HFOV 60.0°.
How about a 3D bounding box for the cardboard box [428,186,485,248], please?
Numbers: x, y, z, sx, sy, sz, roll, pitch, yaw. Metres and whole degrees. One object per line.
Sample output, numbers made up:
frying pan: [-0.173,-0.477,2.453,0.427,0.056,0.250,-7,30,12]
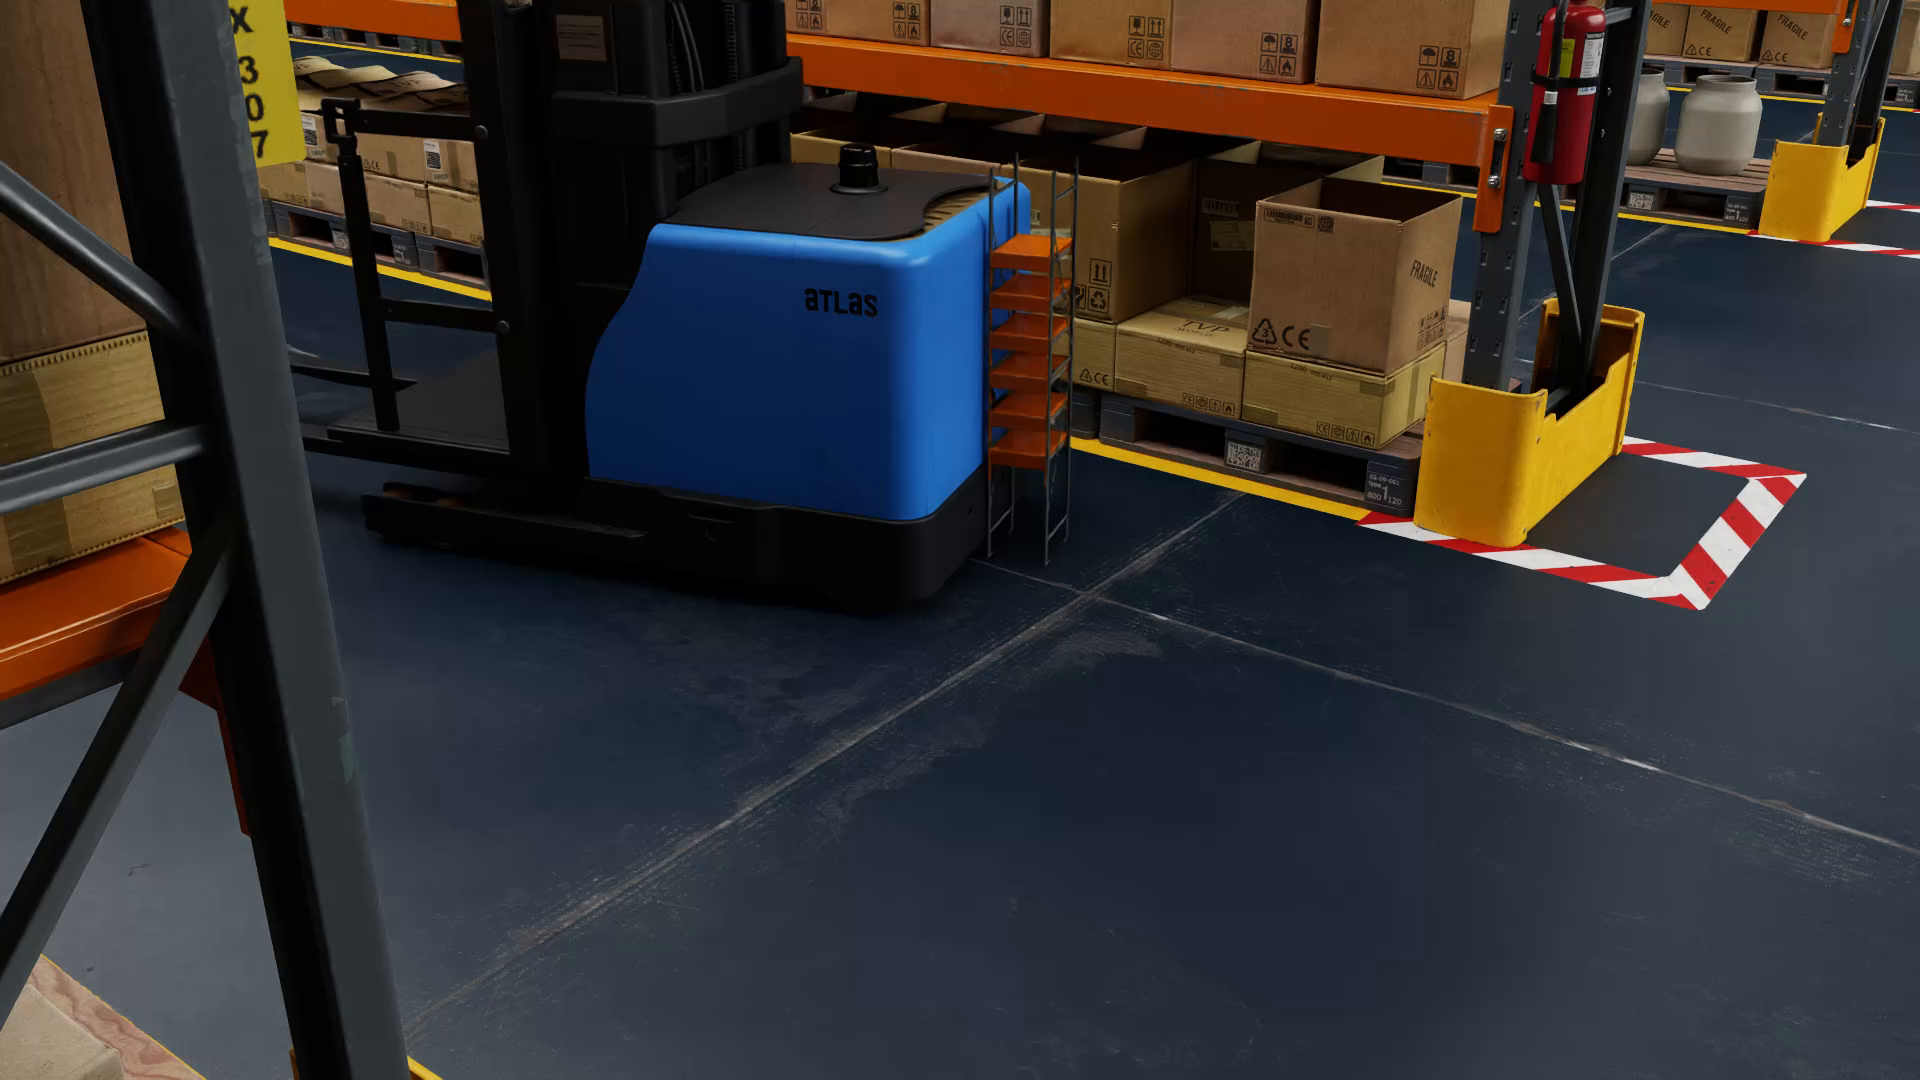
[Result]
cardboard box: [-2.203,-1.603,8.058,0.500,0.250,0.500,16,29,33]

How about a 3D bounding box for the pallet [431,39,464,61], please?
pallet: [-4.129,-4.595,15.418,1.213,0.211,1.003,17,29,33]

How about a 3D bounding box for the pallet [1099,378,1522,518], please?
pallet: [1.270,-0.468,6.050,1.213,0.211,1.003,17,29,33]

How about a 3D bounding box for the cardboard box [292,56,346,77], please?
cardboard box: [-3.927,-2.650,9.739,0.500,0.311,0.500,18,29,35]

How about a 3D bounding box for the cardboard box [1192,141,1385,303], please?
cardboard box: [1.210,-1.171,6.147,0.500,0.500,0.500,17,29,33]

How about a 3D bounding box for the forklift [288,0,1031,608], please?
forklift: [-1.339,-1.500,5.020,3.031,2.935,1.130,8,25,19]

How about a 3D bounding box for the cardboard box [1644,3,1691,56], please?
cardboard box: [5.954,-4.413,14.125,0.500,0.500,0.500,14,27,29]

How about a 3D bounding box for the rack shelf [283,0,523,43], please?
rack shelf: [-2.894,-2.694,8.537,4.000,0.370,1.077,17,29,33]

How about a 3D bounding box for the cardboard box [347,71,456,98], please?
cardboard box: [-3.105,-2.404,9.179,0.500,0.311,0.500,17,29,33]

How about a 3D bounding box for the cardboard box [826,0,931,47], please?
cardboard box: [-0.110,-2.232,6.472,0.500,0.500,0.700,17,29,34]

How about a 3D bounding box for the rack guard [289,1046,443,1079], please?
rack guard: [-1.121,1.152,2.015,0.348,0.500,1.175,17,29,33]

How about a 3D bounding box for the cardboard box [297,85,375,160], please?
cardboard box: [-3.419,-2.228,8.780,0.500,0.311,0.500,16,28,32]

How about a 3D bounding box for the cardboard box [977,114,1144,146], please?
cardboard box: [0.413,-1.415,6.700,0.500,0.500,0.500,17,29,33]

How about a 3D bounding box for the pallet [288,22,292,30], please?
pallet: [-7.285,-5.551,17.586,1.213,0.211,1.003,17,29,33]

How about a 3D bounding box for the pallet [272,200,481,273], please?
pallet: [-2.887,-1.724,8.901,1.213,0.211,1.003,17,29,33]

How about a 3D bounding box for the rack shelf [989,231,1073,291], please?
rack shelf: [0.212,-0.811,4.820,0.180,0.103,0.258,8,25,19]

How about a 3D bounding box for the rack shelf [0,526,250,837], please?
rack shelf: [-2.661,-0.128,2.712,4.000,0.370,1.077,17,29,33]

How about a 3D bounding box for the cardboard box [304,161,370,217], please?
cardboard box: [-3.019,-1.850,8.619,0.500,0.250,0.500,18,29,34]

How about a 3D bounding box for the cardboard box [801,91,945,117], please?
cardboard box: [-0.398,-1.651,7.235,0.500,0.500,0.500,17,29,33]

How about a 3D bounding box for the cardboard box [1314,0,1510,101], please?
cardboard box: [1.541,-1.735,5.344,0.500,0.500,0.700,17,29,33]

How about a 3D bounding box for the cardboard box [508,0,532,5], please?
cardboard box: [-1.714,-2.576,7.563,0.500,0.250,0.500,19,30,36]

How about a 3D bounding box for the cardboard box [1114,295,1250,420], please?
cardboard box: [0.894,-0.658,5.912,0.500,0.250,0.500,17,29,33]

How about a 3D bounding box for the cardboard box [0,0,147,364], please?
cardboard box: [-1.262,-0.469,1.826,0.500,0.500,0.500,17,29,33]

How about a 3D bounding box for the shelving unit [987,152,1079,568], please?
shelving unit: [0.212,-0.522,4.948,0.189,1.200,0.258,8,25,19]

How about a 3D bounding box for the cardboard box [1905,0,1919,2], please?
cardboard box: [9.620,-5.918,17.076,0.875,0.875,0.875,16,29,32]

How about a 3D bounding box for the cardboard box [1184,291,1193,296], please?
cardboard box: [0.809,-0.949,6.572,0.500,0.250,0.500,17,29,33]

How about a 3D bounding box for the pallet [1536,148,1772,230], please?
pallet: [4.145,-2.095,9.743,1.213,0.211,1.003,17,29,33]

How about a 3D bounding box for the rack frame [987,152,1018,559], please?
rack frame: [0.126,-0.535,4.977,0.006,1.200,0.240,8,25,19]

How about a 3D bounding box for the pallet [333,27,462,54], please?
pallet: [-5.333,-4.961,16.247,1.213,0.211,1.003,17,29,33]

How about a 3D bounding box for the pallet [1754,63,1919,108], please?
pallet: [7.162,-3.718,13.426,1.213,0.211,1.003,17,29,33]

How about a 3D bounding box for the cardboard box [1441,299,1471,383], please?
cardboard box: [1.612,-0.708,6.026,0.500,0.250,0.500,17,29,33]

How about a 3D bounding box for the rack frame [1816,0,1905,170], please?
rack frame: [4.881,-3.170,8.724,0.127,3.000,1.000,17,29,33]

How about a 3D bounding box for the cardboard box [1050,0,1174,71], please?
cardboard box: [0.724,-1.983,5.906,0.500,0.500,0.700,17,29,34]

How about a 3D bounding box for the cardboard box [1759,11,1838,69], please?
cardboard box: [6.863,-4.106,13.428,0.500,0.500,0.500,-17,29,-34]

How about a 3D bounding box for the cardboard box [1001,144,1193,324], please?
cardboard box: [0.491,-1.120,6.032,0.500,0.500,0.500,17,29,33]

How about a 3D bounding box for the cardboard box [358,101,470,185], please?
cardboard box: [-2.607,-1.981,8.220,0.500,0.311,0.500,17,29,33]

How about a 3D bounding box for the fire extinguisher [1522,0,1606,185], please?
fire extinguisher: [1.723,-1.359,4.709,0.183,0.674,0.296,17,29,33]

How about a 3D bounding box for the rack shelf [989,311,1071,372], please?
rack shelf: [0.212,-0.592,4.917,0.180,0.103,0.258,8,25,19]

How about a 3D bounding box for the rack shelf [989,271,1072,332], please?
rack shelf: [0.212,-0.701,4.869,0.180,0.103,0.258,8,25,19]

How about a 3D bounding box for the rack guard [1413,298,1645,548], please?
rack guard: [1.927,-0.423,5.590,0.348,0.500,1.175,17,29,33]

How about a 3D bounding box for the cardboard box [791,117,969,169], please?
cardboard box: [-0.310,-1.362,6.580,0.500,0.500,0.500,17,29,33]

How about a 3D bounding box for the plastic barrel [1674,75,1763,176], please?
plastic barrel: [4.309,-2.358,9.446,0.421,0.512,0.421,0,24,0]
